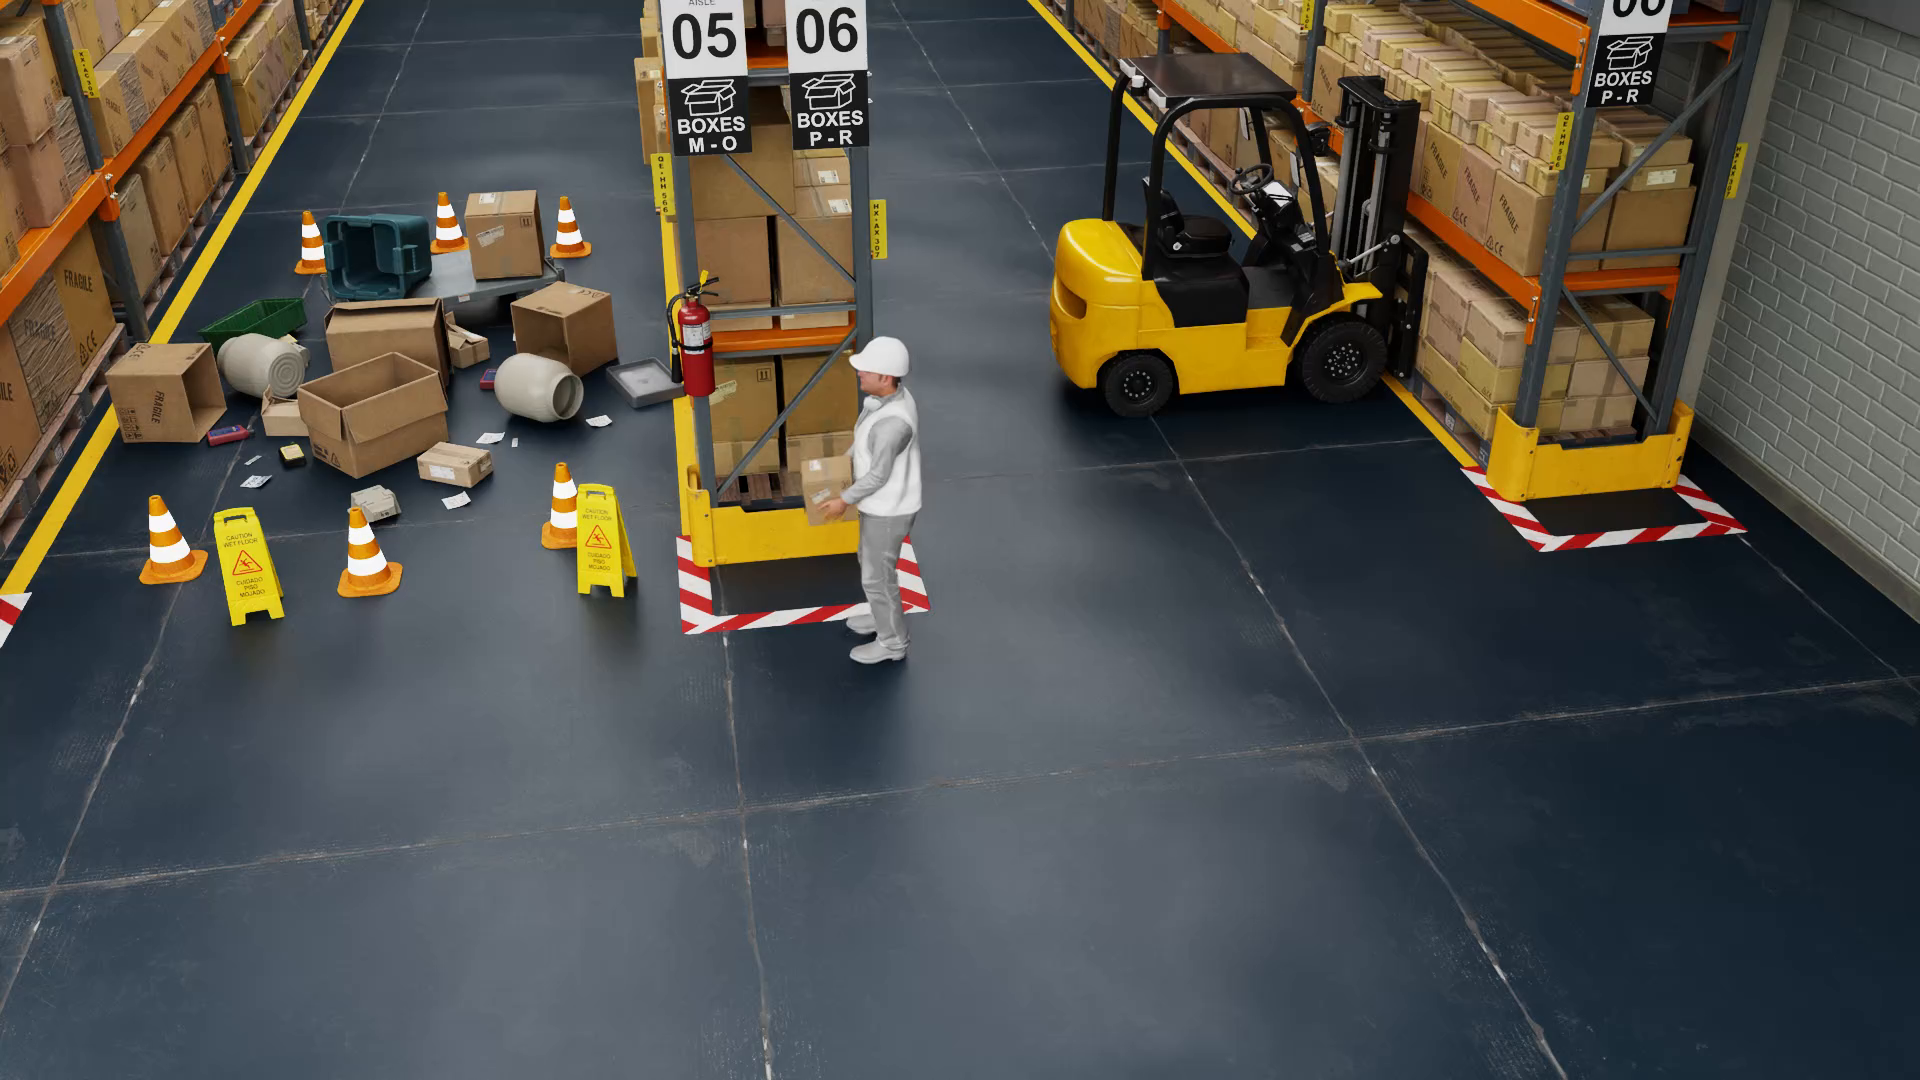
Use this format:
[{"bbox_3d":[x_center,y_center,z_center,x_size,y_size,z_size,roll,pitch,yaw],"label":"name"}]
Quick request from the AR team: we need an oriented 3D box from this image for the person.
[{"bbox_3d":[-0.462,-0.203,8.453,0.529,1.777,0.528,-3,31,-5],"label":"person"}]
